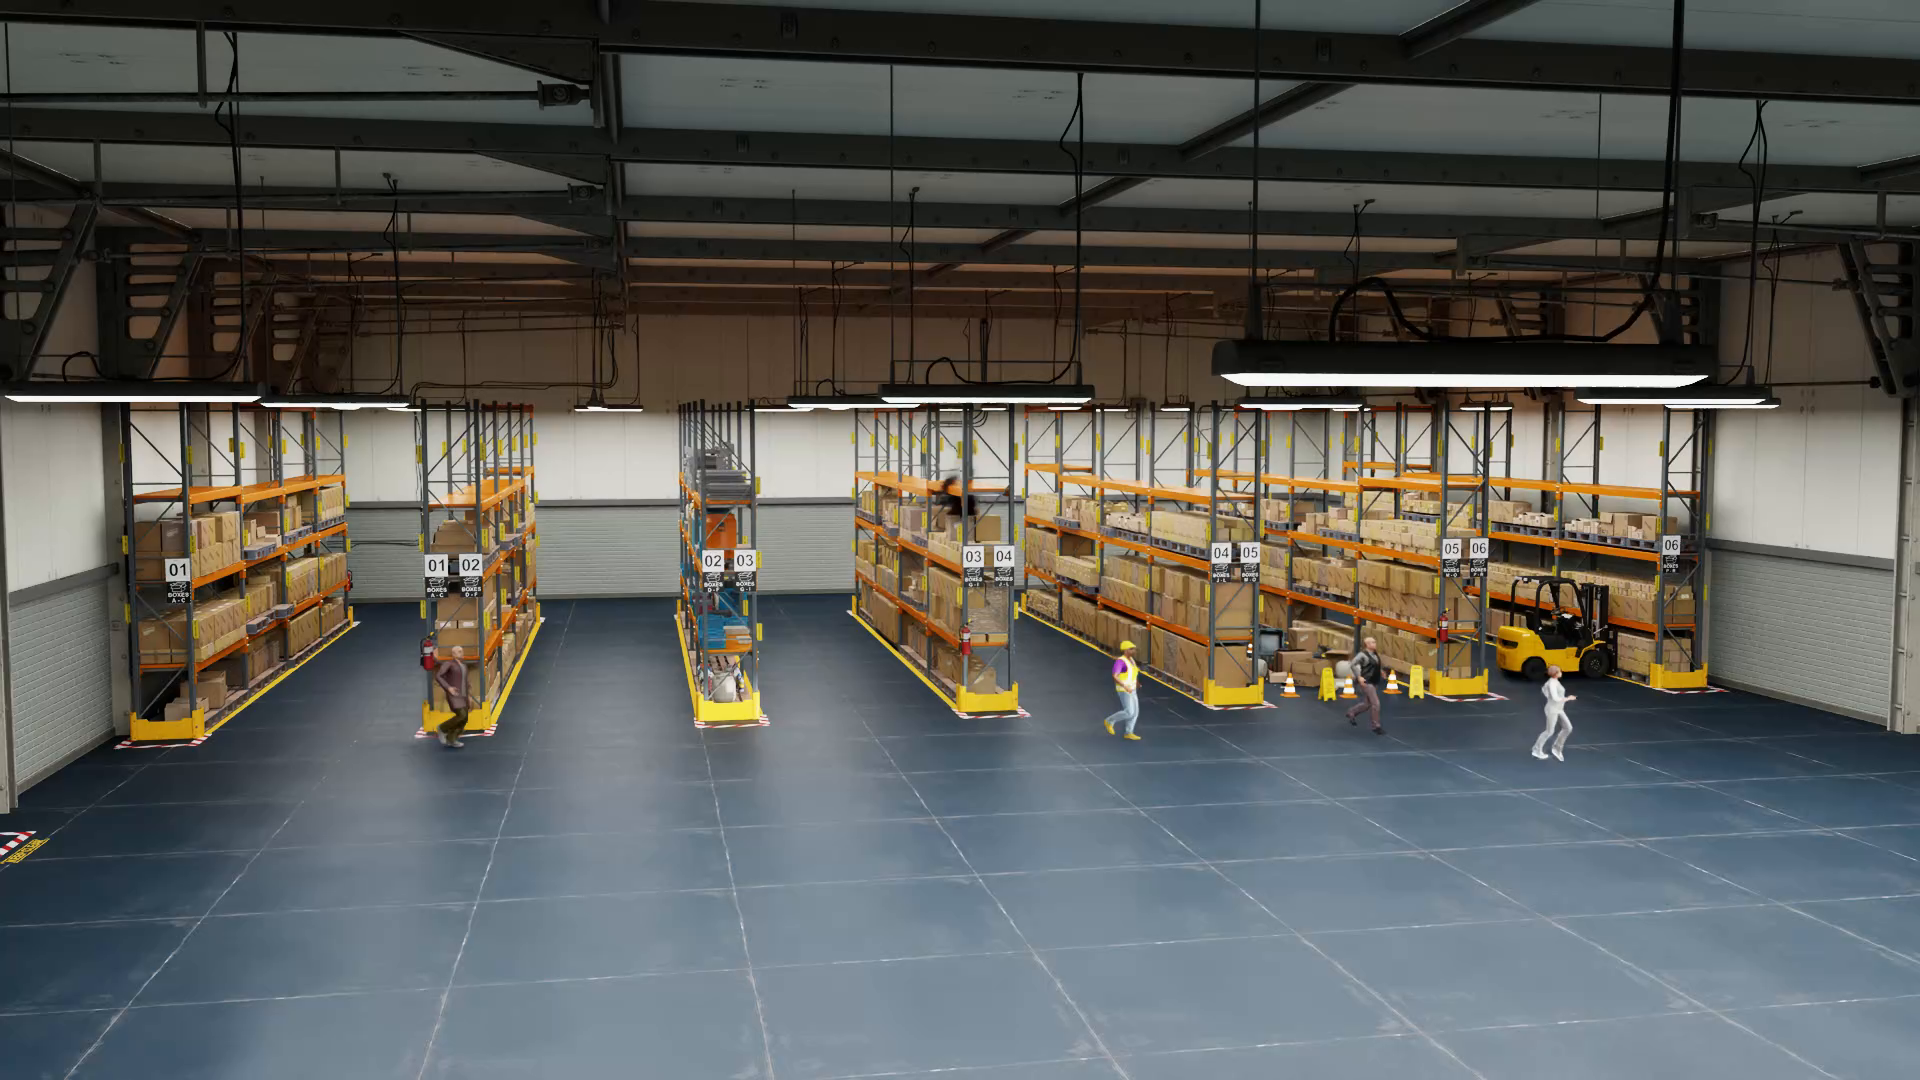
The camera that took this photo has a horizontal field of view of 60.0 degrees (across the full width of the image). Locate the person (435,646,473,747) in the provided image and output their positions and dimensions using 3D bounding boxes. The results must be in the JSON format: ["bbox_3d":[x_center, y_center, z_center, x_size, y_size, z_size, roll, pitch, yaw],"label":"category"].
[{"bbox_3d":[-8.678,2.727,28.699,0.579,1.664,0.746,2,5,20],"label":"person"}]

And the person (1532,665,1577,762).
[{"bbox_3d":[9.799,2.857,27.397,0.682,1.621,0.507,3,5,31],"label":"person"}]

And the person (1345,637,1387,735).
[{"bbox_3d":[7.343,2.609,30.003,0.892,1.724,0.669,4,6,41],"label":"person"}]

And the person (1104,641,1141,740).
[{"bbox_3d":[2.895,2.645,29.388,0.653,1.744,0.724,2,5,27],"label":"person"}]
